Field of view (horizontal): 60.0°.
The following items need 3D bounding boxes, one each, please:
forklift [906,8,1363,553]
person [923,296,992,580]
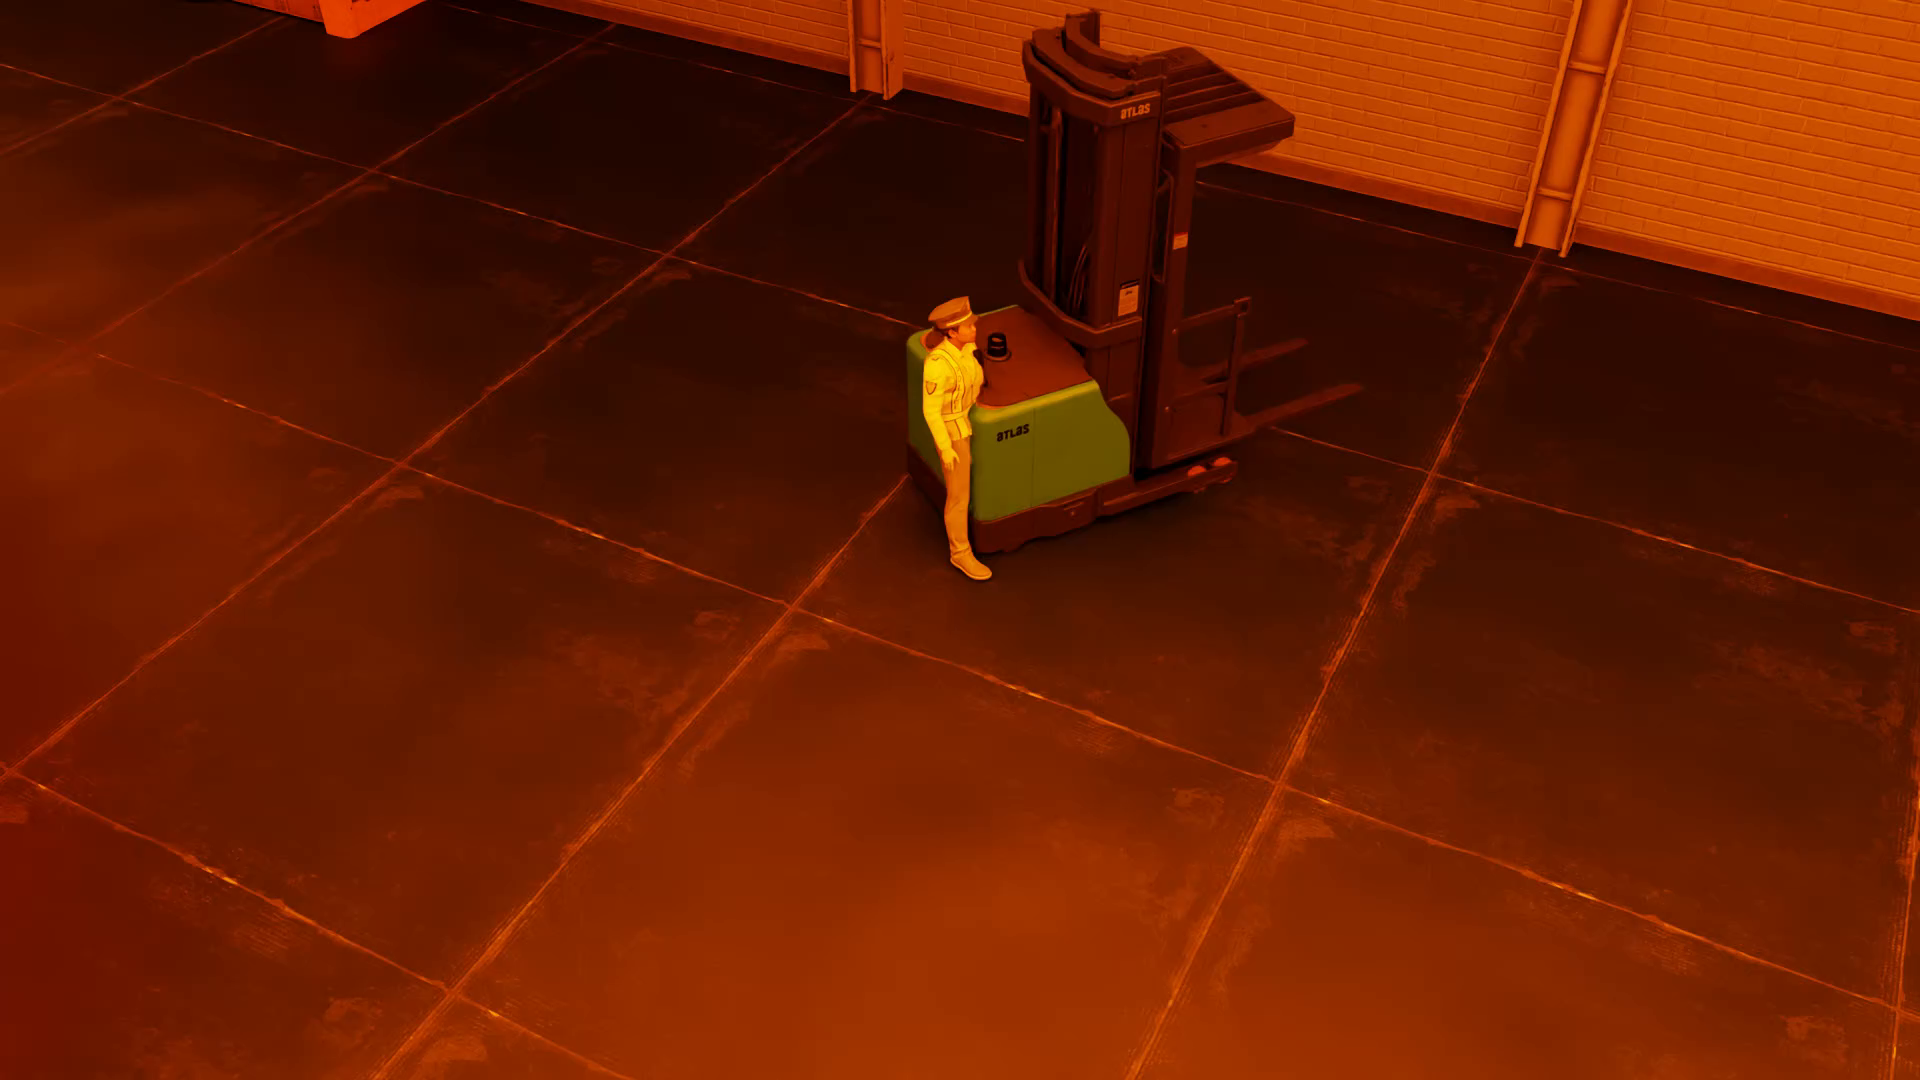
[{"bbox_3d":[1.206,-1.711,10.018,3.031,2.935,1.130,-19,44,-21],"label":"forklift"},{"bbox_3d":[0.058,-0.629,9.682,0.530,1.694,0.586,18,43,21],"label":"person"}]
